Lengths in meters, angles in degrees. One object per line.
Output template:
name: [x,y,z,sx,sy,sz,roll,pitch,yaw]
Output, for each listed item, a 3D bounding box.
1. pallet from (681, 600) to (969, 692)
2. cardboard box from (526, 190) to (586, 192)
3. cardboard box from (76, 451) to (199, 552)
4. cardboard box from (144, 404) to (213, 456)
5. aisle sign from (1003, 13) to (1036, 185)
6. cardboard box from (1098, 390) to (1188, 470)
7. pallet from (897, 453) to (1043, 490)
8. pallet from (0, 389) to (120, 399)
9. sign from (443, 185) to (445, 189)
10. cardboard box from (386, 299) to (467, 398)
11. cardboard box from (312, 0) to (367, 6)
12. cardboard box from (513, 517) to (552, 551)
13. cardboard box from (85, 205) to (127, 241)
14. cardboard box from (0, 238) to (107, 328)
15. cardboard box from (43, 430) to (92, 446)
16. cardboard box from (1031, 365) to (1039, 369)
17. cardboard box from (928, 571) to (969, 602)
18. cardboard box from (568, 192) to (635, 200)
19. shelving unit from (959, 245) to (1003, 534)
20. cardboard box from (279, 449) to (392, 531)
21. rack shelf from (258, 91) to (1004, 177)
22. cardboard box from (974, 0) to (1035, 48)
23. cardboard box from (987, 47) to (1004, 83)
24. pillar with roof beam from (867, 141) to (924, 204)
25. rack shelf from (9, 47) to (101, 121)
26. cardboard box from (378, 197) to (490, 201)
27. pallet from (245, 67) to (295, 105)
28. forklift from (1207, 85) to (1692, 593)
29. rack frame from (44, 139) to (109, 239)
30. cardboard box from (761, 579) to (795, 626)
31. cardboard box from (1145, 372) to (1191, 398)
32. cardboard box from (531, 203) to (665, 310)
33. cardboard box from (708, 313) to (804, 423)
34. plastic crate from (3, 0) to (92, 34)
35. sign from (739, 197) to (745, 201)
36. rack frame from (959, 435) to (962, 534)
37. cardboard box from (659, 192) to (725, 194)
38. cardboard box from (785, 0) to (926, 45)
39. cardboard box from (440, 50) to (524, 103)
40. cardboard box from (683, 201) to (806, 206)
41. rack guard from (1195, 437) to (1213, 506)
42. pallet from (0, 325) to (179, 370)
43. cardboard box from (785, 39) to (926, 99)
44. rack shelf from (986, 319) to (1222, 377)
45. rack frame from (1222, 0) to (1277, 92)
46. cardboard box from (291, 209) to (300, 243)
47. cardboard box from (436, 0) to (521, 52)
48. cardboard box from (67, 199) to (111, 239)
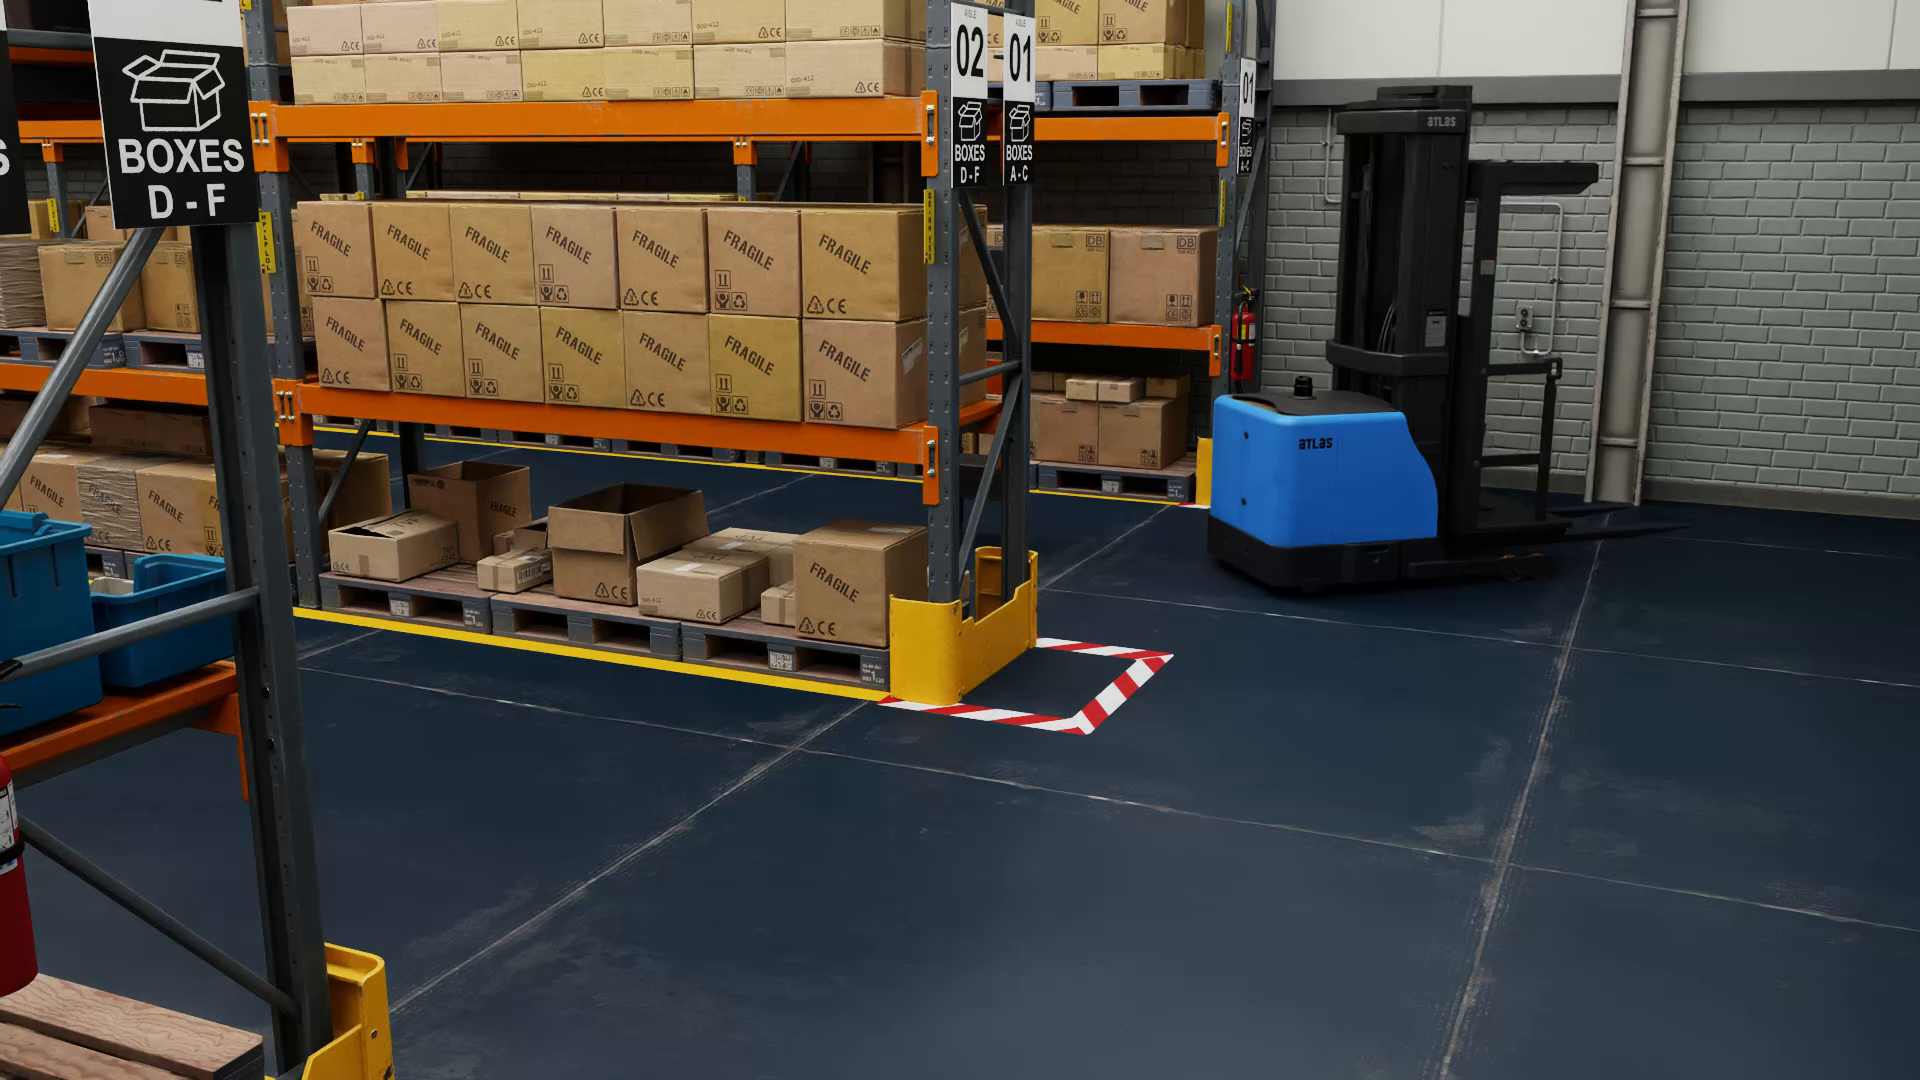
pallet: [-0.693,0.479,8.751,1.213,0.211,1.003,6,14,23]
cardboard box: [-3.746,-3.057,15.161,0.500,0.250,0.500,5,14,22]
cardboard box: [-5.025,-0.245,10.242,0.500,0.500,0.500,6,14,24]
cardboard box: [-4.809,-0.719,10.618,0.500,0.250,0.500,6,14,23]
aisle sign: [0.287,-2.119,8.027,0.004,0.787,0.394,6,14,23]
cardboard box: [1.428,-0.864,12.924,0.500,0.500,0.700,6,14,23]
pallet: [0.235,-0.646,13.547,1.213,0.211,1.003,6,14,23]
pallet: [-9.491,-1.640,17.784,1.213,0.211,1.003,6,14,23]
sign: [-4.984,-3.253,16.018,0.005,0.325,0.100,6,14,23]
cardboard box: [-2.726,-1.066,9.012,0.500,0.500,0.500,6,15,24]
cardboard box: [-3.091,-3.127,9.040,0.500,0.500,0.700,6,14,23]
cardboard box: [-2.230,-0.010,9.655,0.500,0.311,0.500,6,14,23]
cardboard box: [-8.411,-3.152,16.939,0.500,0.500,0.700,6,14,23]
cardboard box: [-5.828,-1.632,10.506,0.500,0.500,0.700,9,16,34]
cardboard box: [-5.785,-0.450,11.115,0.500,0.500,0.500,5,14,21]
cardboard box: [0.464,-1.327,13.477,0.250,0.149,0.380,6,14,24]
cardboard box: [-0.138,0.265,8.835,0.250,0.149,0.380,6,14,23]
cardboard box: [-3.009,-2.858,14.312,0.500,0.250,0.500,6,15,24]
shelving unit: [0.151,-1.007,10.950,0.503,2.100,0.431,6,14,23]
cardboard box: [-3.895,-0.261,10.309,0.500,0.500,0.500,5,14,21]
rack shelf: [-1.723,-2.093,8.617,4.000,0.370,1.077,6,14,23]
cardboard box: [0.396,-3.944,12.480,0.500,0.500,0.500,5,14,21]
cardboard box: [0.378,-3.581,12.573,0.500,0.250,0.500,5,14,22]
pillar with roof beam: [-2.302,-4.340,10.054,0.400,9.000,9.100,6,14,23]
rack shelf: [-3.732,-1.059,4.210,4.000,0.370,1.077,6,14,23]
cardboard box: [-2.984,-1.711,9.572,0.500,0.500,0.500,6,14,24]
pallet: [-4.119,-2.612,9.665,1.003,0.211,1.213,6,14,23]
forklift: [3.155,-1.282,10.302,3.031,2.935,1.130,-4,14,-15]
rack frame: [-8.863,-2.943,17.232,0.127,3.000,1.000,6,14,23]
cardboard box: [-0.825,0.312,8.597,0.250,0.166,0.380,6,14,23]
cardboard box: [1.624,-1.210,12.979,0.250,0.149,0.380,6,14,24]
cardboard box: [-1.820,-1.458,8.495,0.500,0.500,0.500,6,15,25]
cardboard box: [-0.890,-0.878,8.213,0.500,0.500,0.500,6,14,24]
plastic crate: [-2.143,-1.254,3.754,0.590,0.269,0.497,6,14,23]
sign: [-1.759,-2.614,13.467,0.005,0.325,0.100,6,14,23]
rack frame: [-0.072,-1.029,11.046,0.015,2.100,0.400,6,14,23]
cardboard box: [-2.344,-2.915,14.557,0.500,0.250,0.500,6,14,24]
cardboard box: [-0.467,-2.423,7.682,0.500,0.250,0.500,6,14,23]
cardboard box: [-2.295,-2.365,8.530,0.500,0.250,0.500,6,14,23]
cardboard box: [-1.129,-1.524,8.774,0.500,0.500,0.500,6,14,24]
rack guard: [2.131,-0.614,12.776,0.348,0.500,1.175,6,14,23]
pallet: [-5.428,-1.266,10.503,1.213,0.211,1.003,6,14,23]
cardboard box: [-0.471,-2.178,7.731,0.500,0.250,0.500,6,14,23]
rack shelf: [0.280,-1.668,13.371,4.000,0.370,1.077,6,14,23]
rack frame: [2.109,-4.754,11.815,0.127,3.000,1.000,6,14,23]
cardboard box: [-6.161,-2.923,15.966,0.500,0.500,0.700,4,14,18]
cardboard box: [-2.297,-2.607,8.468,0.500,0.250,0.500,6,14,23]
cardboard box: [-9.208,-3.332,17.532,0.500,0.500,0.500,5,14,22]
